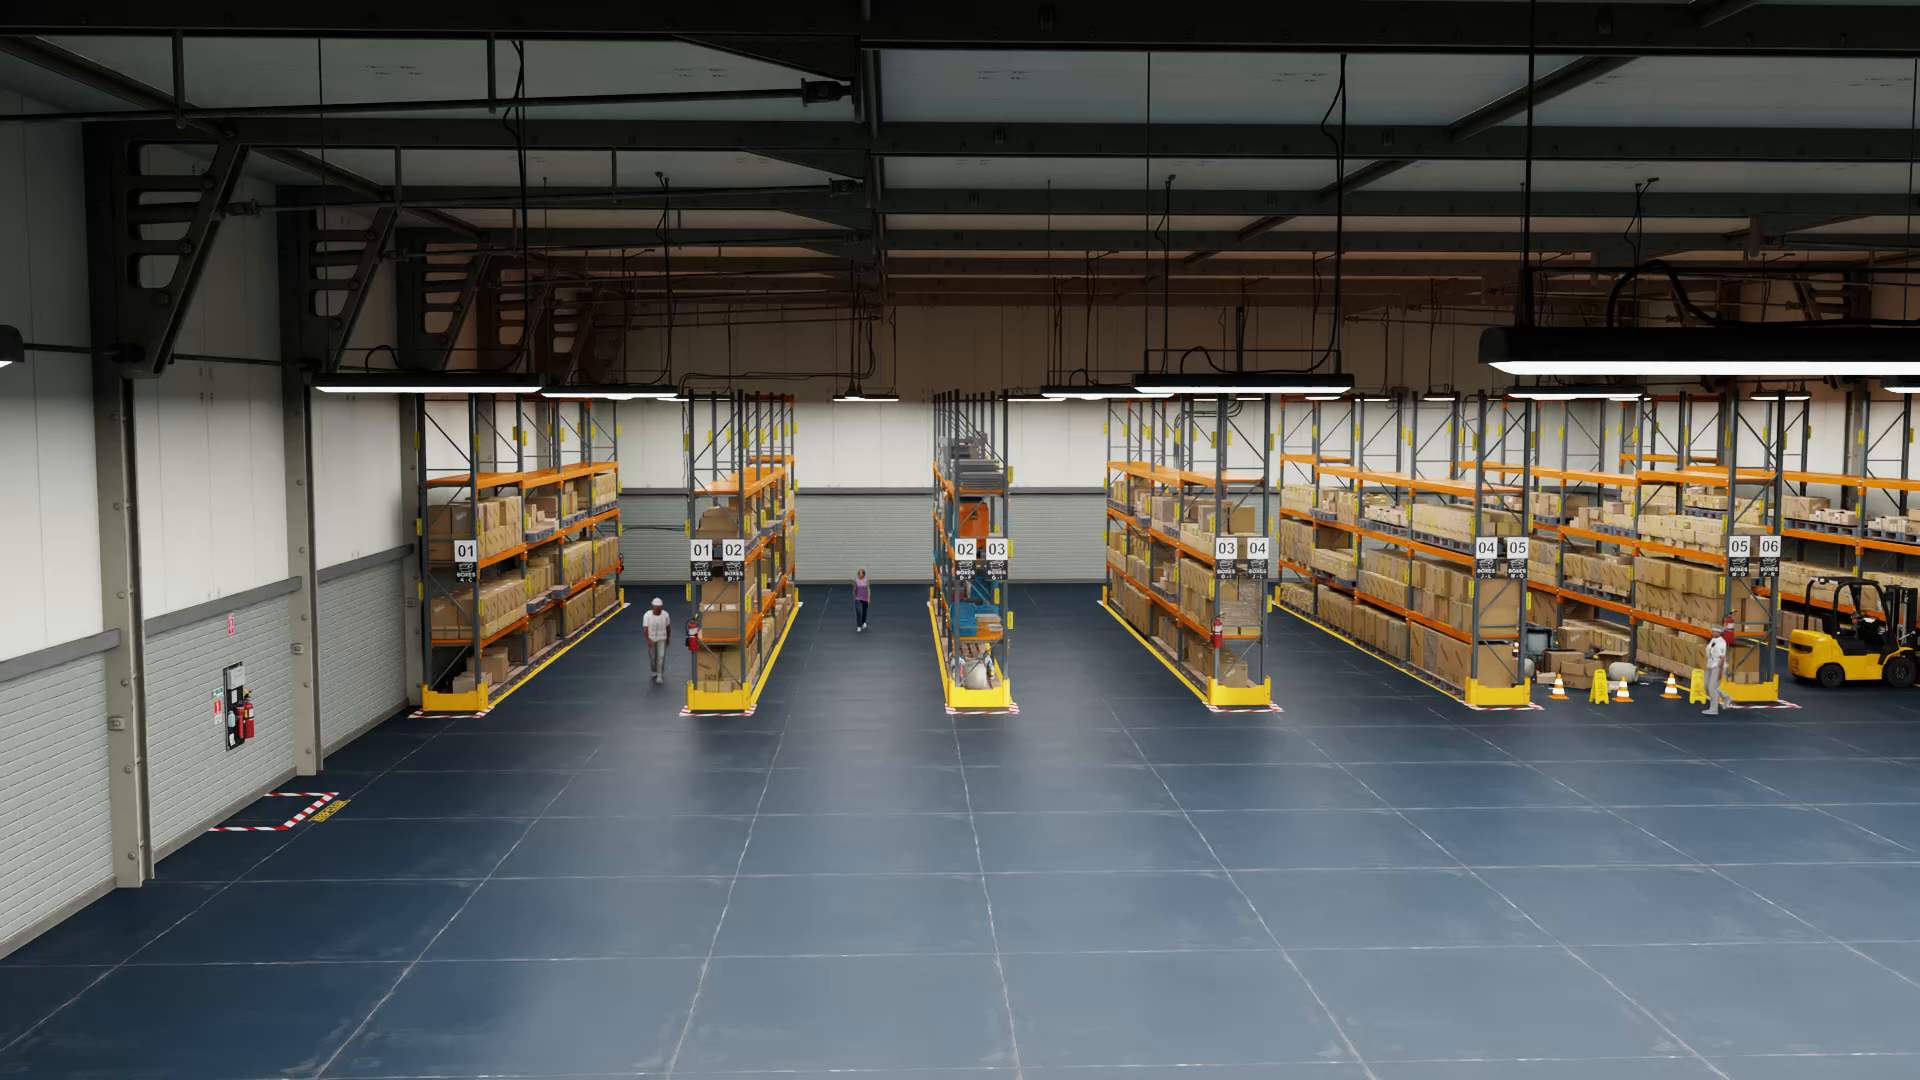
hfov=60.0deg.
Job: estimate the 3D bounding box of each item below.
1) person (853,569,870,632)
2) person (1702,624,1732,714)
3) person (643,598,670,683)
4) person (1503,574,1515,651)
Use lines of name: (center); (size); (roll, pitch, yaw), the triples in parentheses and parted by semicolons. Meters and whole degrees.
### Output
person: (-2.487, 1.502, 42.028); (0.435, 1.539, 0.972); (0, 5, -5)
person: (13.984, 2.370, 30.642); (0.604, 1.669, 0.458); (0, 5, -2)
person: (-6.264, 2.050, 34.366); (0.562, 1.709, 0.974); (-1, 5, -13)
person: (12.687, 1.683, 38.544); (0.573, 1.787, 0.487); (-2, 5, -22)
